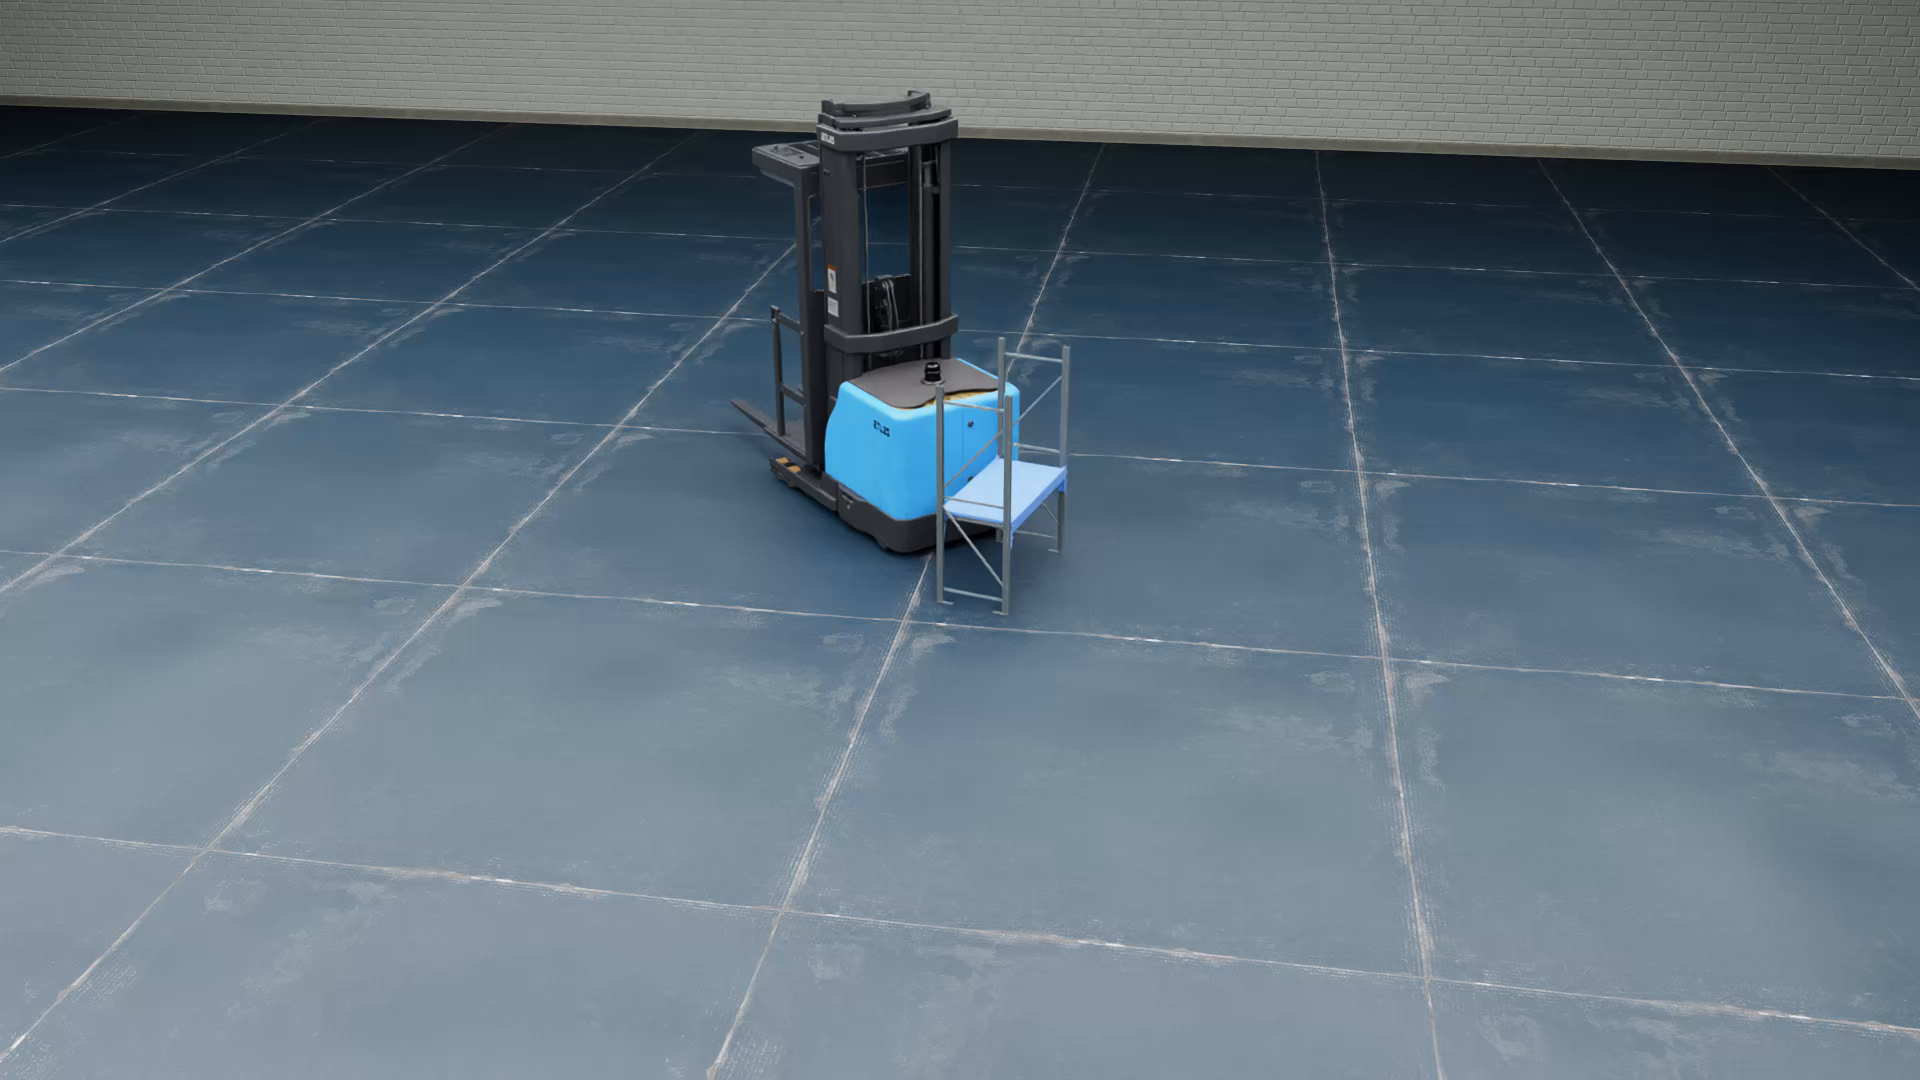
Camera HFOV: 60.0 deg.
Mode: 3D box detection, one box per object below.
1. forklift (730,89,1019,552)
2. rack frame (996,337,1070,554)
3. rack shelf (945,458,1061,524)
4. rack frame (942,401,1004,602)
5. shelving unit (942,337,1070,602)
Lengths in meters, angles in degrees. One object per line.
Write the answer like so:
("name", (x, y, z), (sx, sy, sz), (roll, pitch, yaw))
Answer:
("forklift", (-0.793, -1.819, 12.180), (1.130, 2.935, 3.031), (-15, 29, -29))
("rack frame", (0.490, -0.627, 11.321), (0.500, 1.500, 0.032), (10, 27, 21))
("rack shelf", (0.288, -0.327, 10.946), (0.459, 0.026, 0.952), (10, 27, 21))
("rack frame", (0.085, -0.232, 10.476), (0.475, 1.308, 0.013), (10, 27, 21))
("shelving unit", (0.290, -0.431, 10.902), (0.500, 1.500, 1.039), (10, 27, 21))
